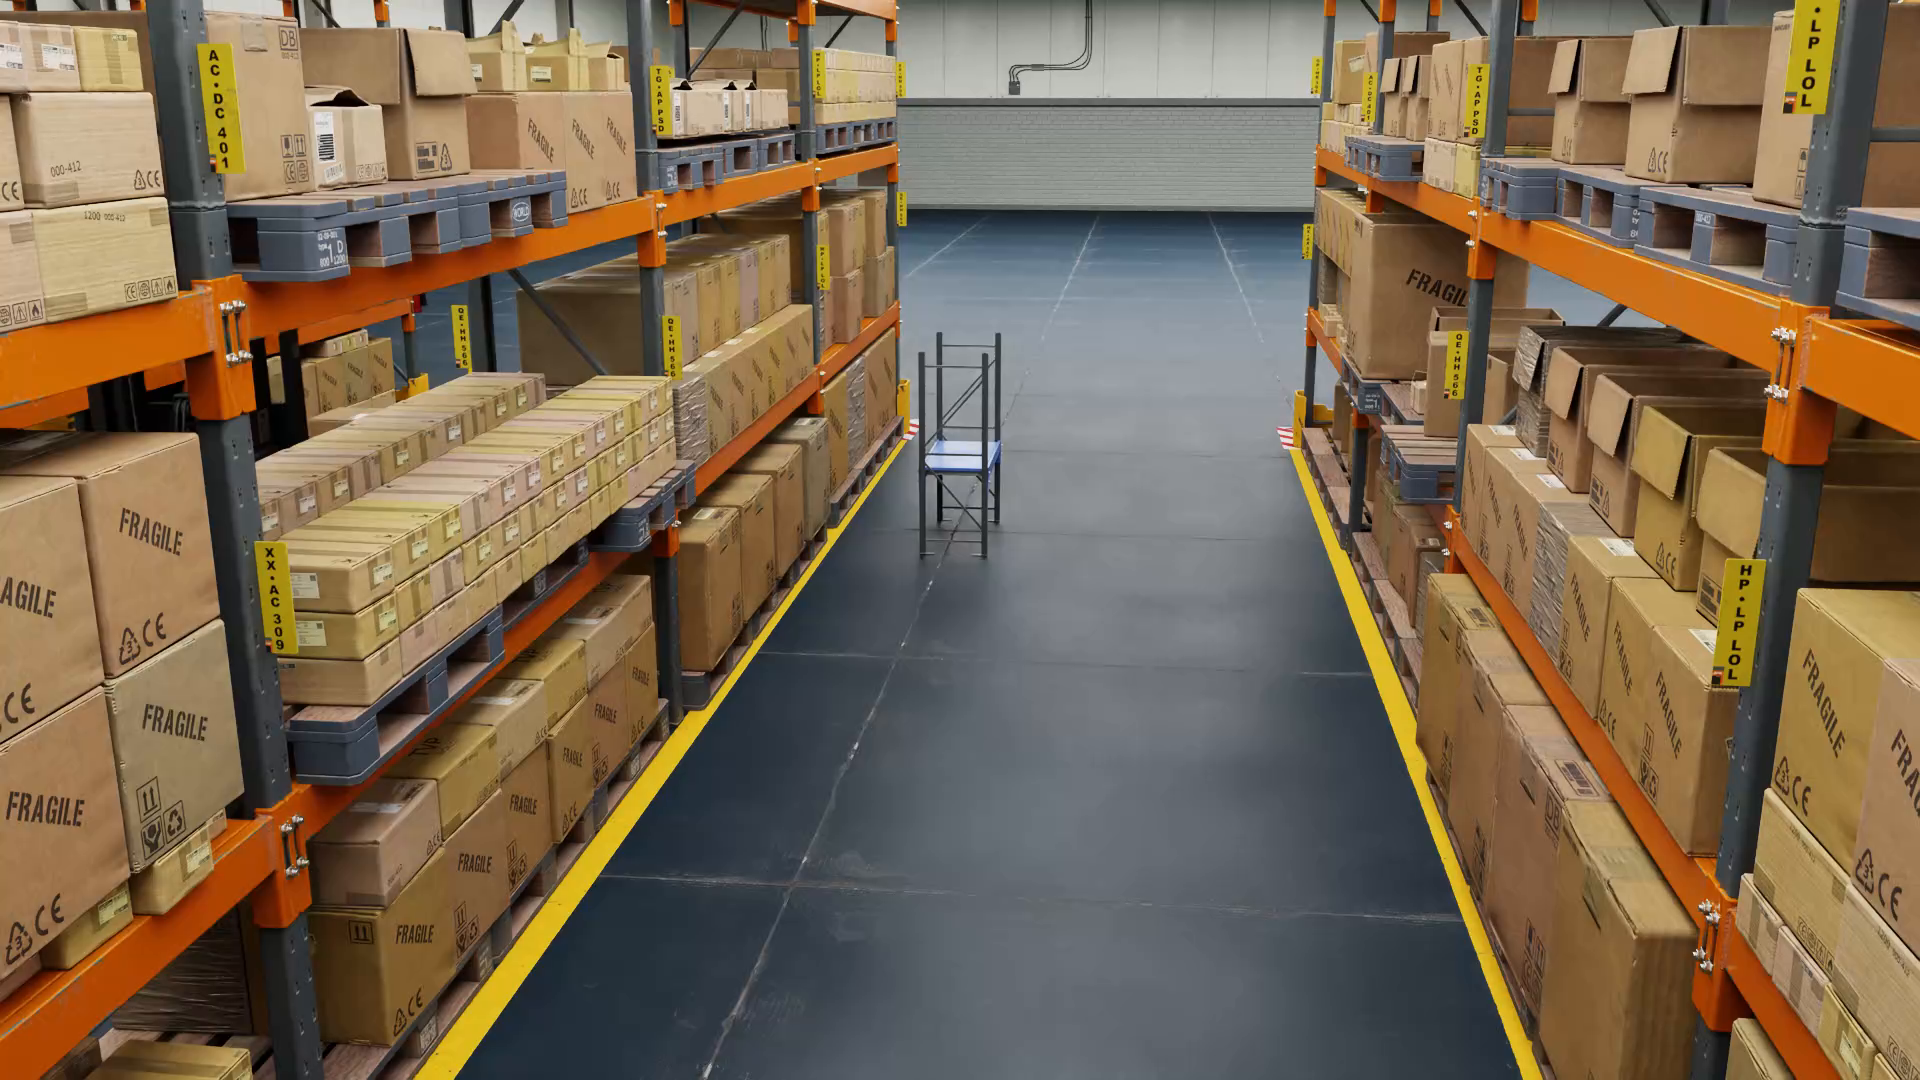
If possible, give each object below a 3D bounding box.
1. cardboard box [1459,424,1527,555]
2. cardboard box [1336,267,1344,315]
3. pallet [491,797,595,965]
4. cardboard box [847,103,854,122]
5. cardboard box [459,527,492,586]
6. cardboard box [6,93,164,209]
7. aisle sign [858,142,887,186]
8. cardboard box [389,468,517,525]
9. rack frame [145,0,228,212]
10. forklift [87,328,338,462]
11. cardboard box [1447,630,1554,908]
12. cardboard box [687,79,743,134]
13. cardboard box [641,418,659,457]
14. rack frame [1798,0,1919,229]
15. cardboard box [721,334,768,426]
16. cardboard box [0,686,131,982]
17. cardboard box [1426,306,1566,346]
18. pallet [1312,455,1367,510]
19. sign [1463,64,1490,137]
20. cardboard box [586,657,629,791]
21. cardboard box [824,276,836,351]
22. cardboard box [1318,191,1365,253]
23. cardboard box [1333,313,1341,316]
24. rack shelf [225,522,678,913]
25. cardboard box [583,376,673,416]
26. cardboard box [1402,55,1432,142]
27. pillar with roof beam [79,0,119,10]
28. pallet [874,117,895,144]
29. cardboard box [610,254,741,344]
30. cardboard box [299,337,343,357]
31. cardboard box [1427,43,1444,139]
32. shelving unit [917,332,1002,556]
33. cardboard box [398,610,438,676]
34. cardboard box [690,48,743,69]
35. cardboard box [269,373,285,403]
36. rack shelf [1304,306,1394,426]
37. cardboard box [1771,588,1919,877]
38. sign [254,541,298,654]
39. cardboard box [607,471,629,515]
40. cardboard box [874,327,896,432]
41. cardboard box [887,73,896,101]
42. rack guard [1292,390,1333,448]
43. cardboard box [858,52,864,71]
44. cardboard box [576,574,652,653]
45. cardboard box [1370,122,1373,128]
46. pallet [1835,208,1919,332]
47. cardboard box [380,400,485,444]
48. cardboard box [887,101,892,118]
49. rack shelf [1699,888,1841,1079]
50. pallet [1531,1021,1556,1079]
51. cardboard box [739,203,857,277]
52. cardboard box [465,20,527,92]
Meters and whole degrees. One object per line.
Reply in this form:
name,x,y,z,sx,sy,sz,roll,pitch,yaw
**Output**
cardboard box,2.585,-0.229,7.571,0.500,0.500,0.500,2,15,8
cardboard box,3.687,-2.162,14.150,0.875,0.500,0.500,2,15,6
pallet,-2.236,1.393,7.105,1.003,0.211,1.213,2,15,6
cardboard box,-1.063,-3.435,13.356,0.380,0.149,0.250,1,15,5
cardboard box,-1.871,0.051,5.834,0.380,0.149,0.250,1,15,4
cardboard box,-2.257,-0.923,3.913,0.500,0.250,0.500,1,15,4
aisle sign,-0.797,-3.810,16.027,0.394,0.787,0.004,2,15,6
cardboard box,-1.840,-0.161,6.048,0.380,0.149,0.250,2,15,6
rack frame,-2.458,-2.330,4.038,1.000,3.000,0.127,2,15,6
forklift,-4.221,-0.696,9.620,1.130,2.935,3.031,1,15,2
cardboard box,2.704,0.933,6.729,1.225,0.875,0.875,2,15,6
cardboard box,-1.592,-2.571,9.853,0.500,0.311,0.500,1,15,5
cardboard box,-1.638,-0.485,7.817,0.380,0.149,0.250,2,15,8
rack frame,2.459,-2.157,3.401,1.000,3.000,0.127,2,15,6
cardboard box,-1.517,-1.020,10.495,0.500,0.500,0.500,2,15,6
cardboard box,-2.291,0.643,3.777,0.500,0.500,0.500,1,15,5
cardboard box,3.258,-1.136,10.116,0.797,0.503,0.637,3,15,12
pallet,3.538,-0.483,14.043,1.003,0.211,1.213,2,15,6
sign,2.372,-2.013,7.623,0.100,0.325,0.005,2,15,6
cardboard box,-1.883,0.846,7.772,0.500,0.500,0.500,2,15,9
cardboard box,-1.486,-1.820,13.360,0.875,0.550,0.550,2,15,6
cardboard box,3.417,-2.784,14.535,0.500,0.500,0.500,2,15,6
cardboard box,3.410,-1.861,14.280,0.380,0.149,0.250,2,15,6
rack shelf,-2.232,0.395,6.833,1.077,0.370,4.000,2,15,6
cardboard box,-1.606,-0.699,8.038,0.380,0.149,0.250,1,15,4
cardboard box,3.105,-2.673,10.054,0.797,0.503,0.637,2,15,9
pillar with roof beam,-6.985,-6.982,21.244,9.100,9.000,0.400,2,15,6
pallet,-1.177,-3.758,15.238,1.003,0.211,1.213,2,15,6
cardboard box,-1.777,-1.515,10.412,0.700,0.500,0.500,2,15,6
cardboard box,-5.902,-1.770,15.245,0.380,0.149,0.250,2,15,9
cardboard box,2.834,-2.429,9.002,0.500,0.500,0.500,2,15,7
shelving unit,0.010,-0.746,12.548,0.538,1.500,1.048,2,15,6
cardboard box,-1.931,0.324,5.393,0.380,0.149,0.250,2,15,7
cardboard box,-1.830,-3.575,12.349,0.380,0.149,0.250,2,15,6
cardboard box,-6.101,-1.150,14.194,0.500,0.500,0.500,2,15,9
rack shelf,3.588,-1.508,13.869,1.077,0.370,4.000,2,15,6
cardboard box,2.151,0.422,3.635,0.500,0.500,0.500,2,15,6
sign,-1.918,0.162,4.656,0.100,0.325,0.005,2,15,6
cardboard box,-1.695,-0.215,7.389,0.380,0.149,0.250,1,15,6
cardboard box,-1.114,-1.545,15.896,0.875,0.875,0.875,2,15,7
cardboard box,-0.881,-4.181,15.353,0.500,0.250,0.500,2,15,7
rack guard,3.805,-1.147,15.947,1.175,0.500,0.348,2,15,6
cardboard box,-1.004,-3.950,13.735,0.380,0.149,0.250,2,15,6
cardboard box,-1.823,0.356,8.147,0.500,0.250,0.500,1,15,5
cardboard box,3.112,-2.997,11.776,0.380,0.149,0.250,2,15,8
pallet,2.357,-0.455,3.020,1.003,0.211,1.213,2,15,6
cardboard box,-2.341,-0.524,7.389,0.380,0.149,0.250,1,15,4
cardboard box,-0.834,-3.962,15.307,0.380,0.149,0.250,2,15,7
rack shelf,2.234,1.605,2.359,1.077,0.370,4.000,2,15,6
pallet,2.471,1.882,5.296,1.003,0.211,1.213,2,15,6
cardboard box,-1.335,-2.479,13.727,0.875,0.550,0.550,2,15,6
cardboard box,-1.918,-1.890,6.501,0.396,0.266,0.258,2,15,6
